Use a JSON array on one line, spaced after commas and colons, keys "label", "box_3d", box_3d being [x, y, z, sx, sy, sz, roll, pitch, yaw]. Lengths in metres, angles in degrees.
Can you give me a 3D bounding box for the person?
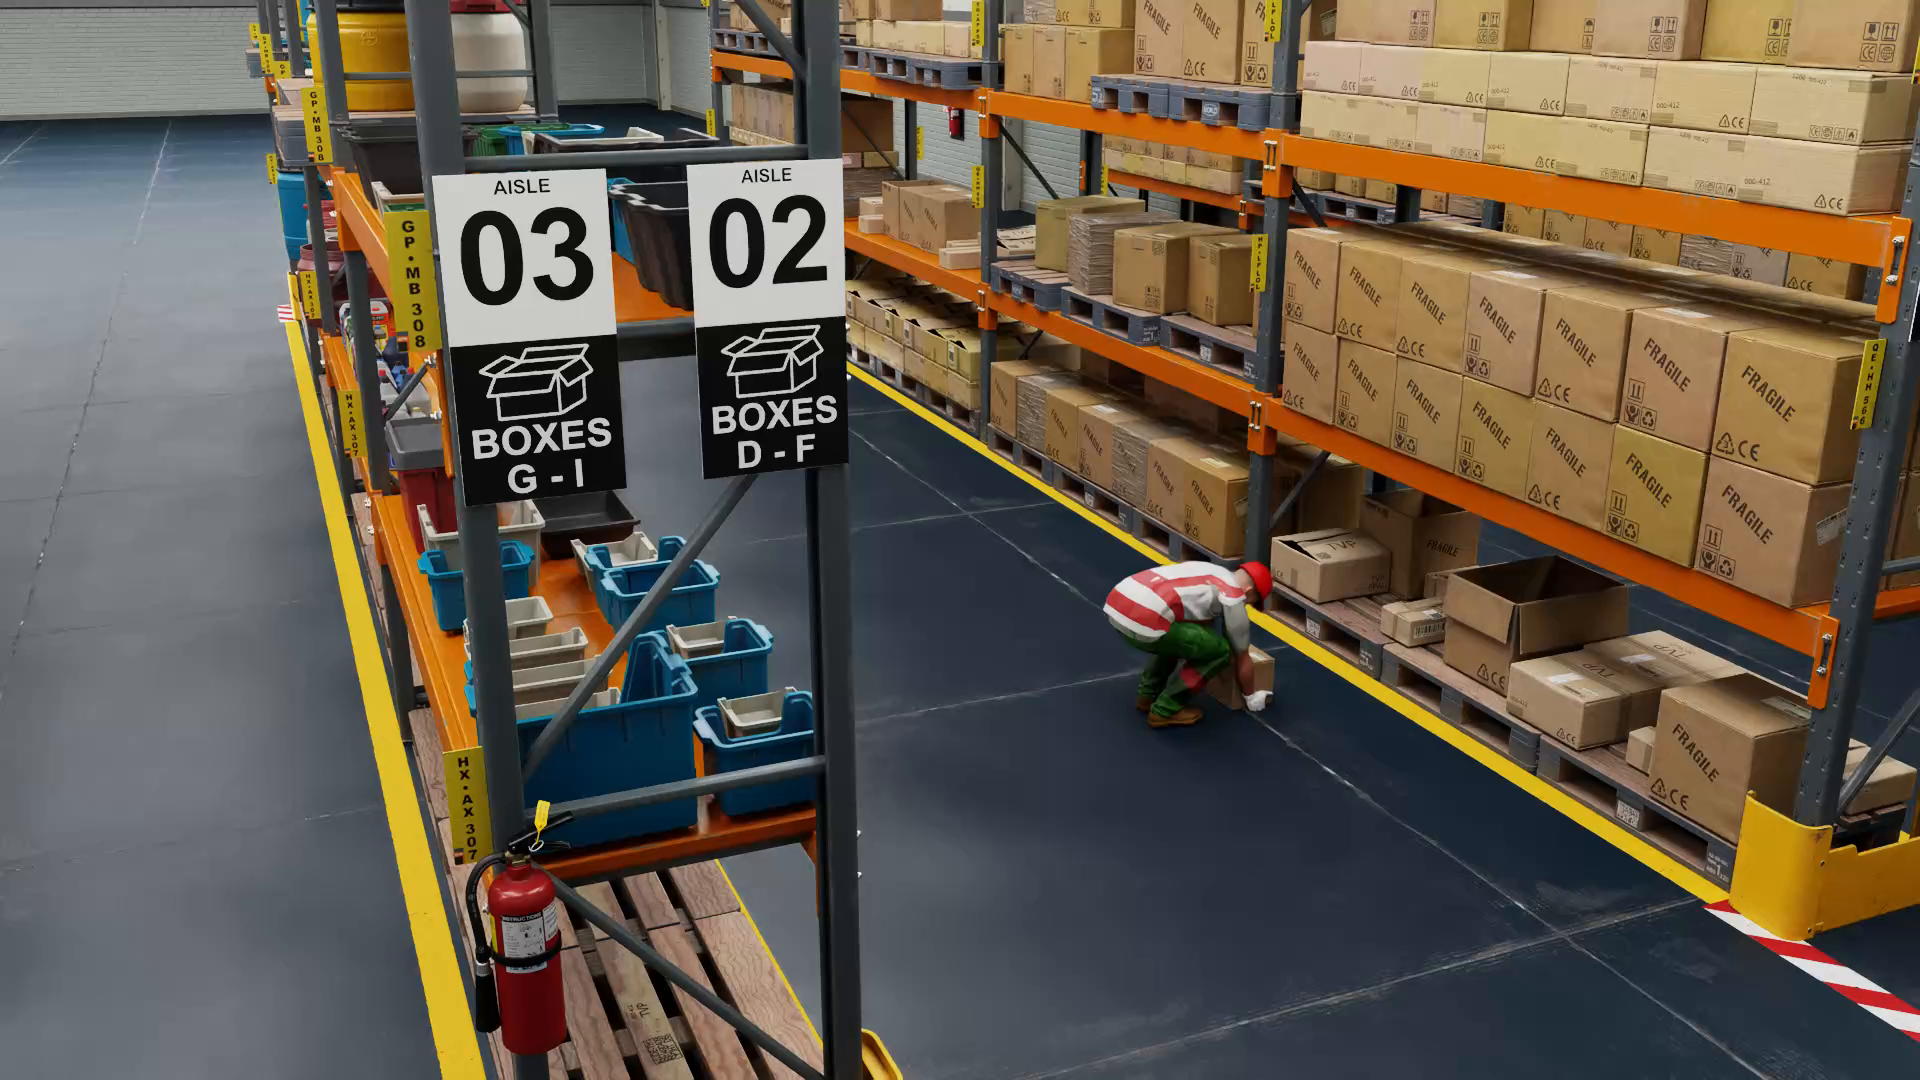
[{"label": "person", "box_3d": [1.200, 0.518, 8.585, 0.965, 0.819, 0.520, -8, 20, -23]}]
